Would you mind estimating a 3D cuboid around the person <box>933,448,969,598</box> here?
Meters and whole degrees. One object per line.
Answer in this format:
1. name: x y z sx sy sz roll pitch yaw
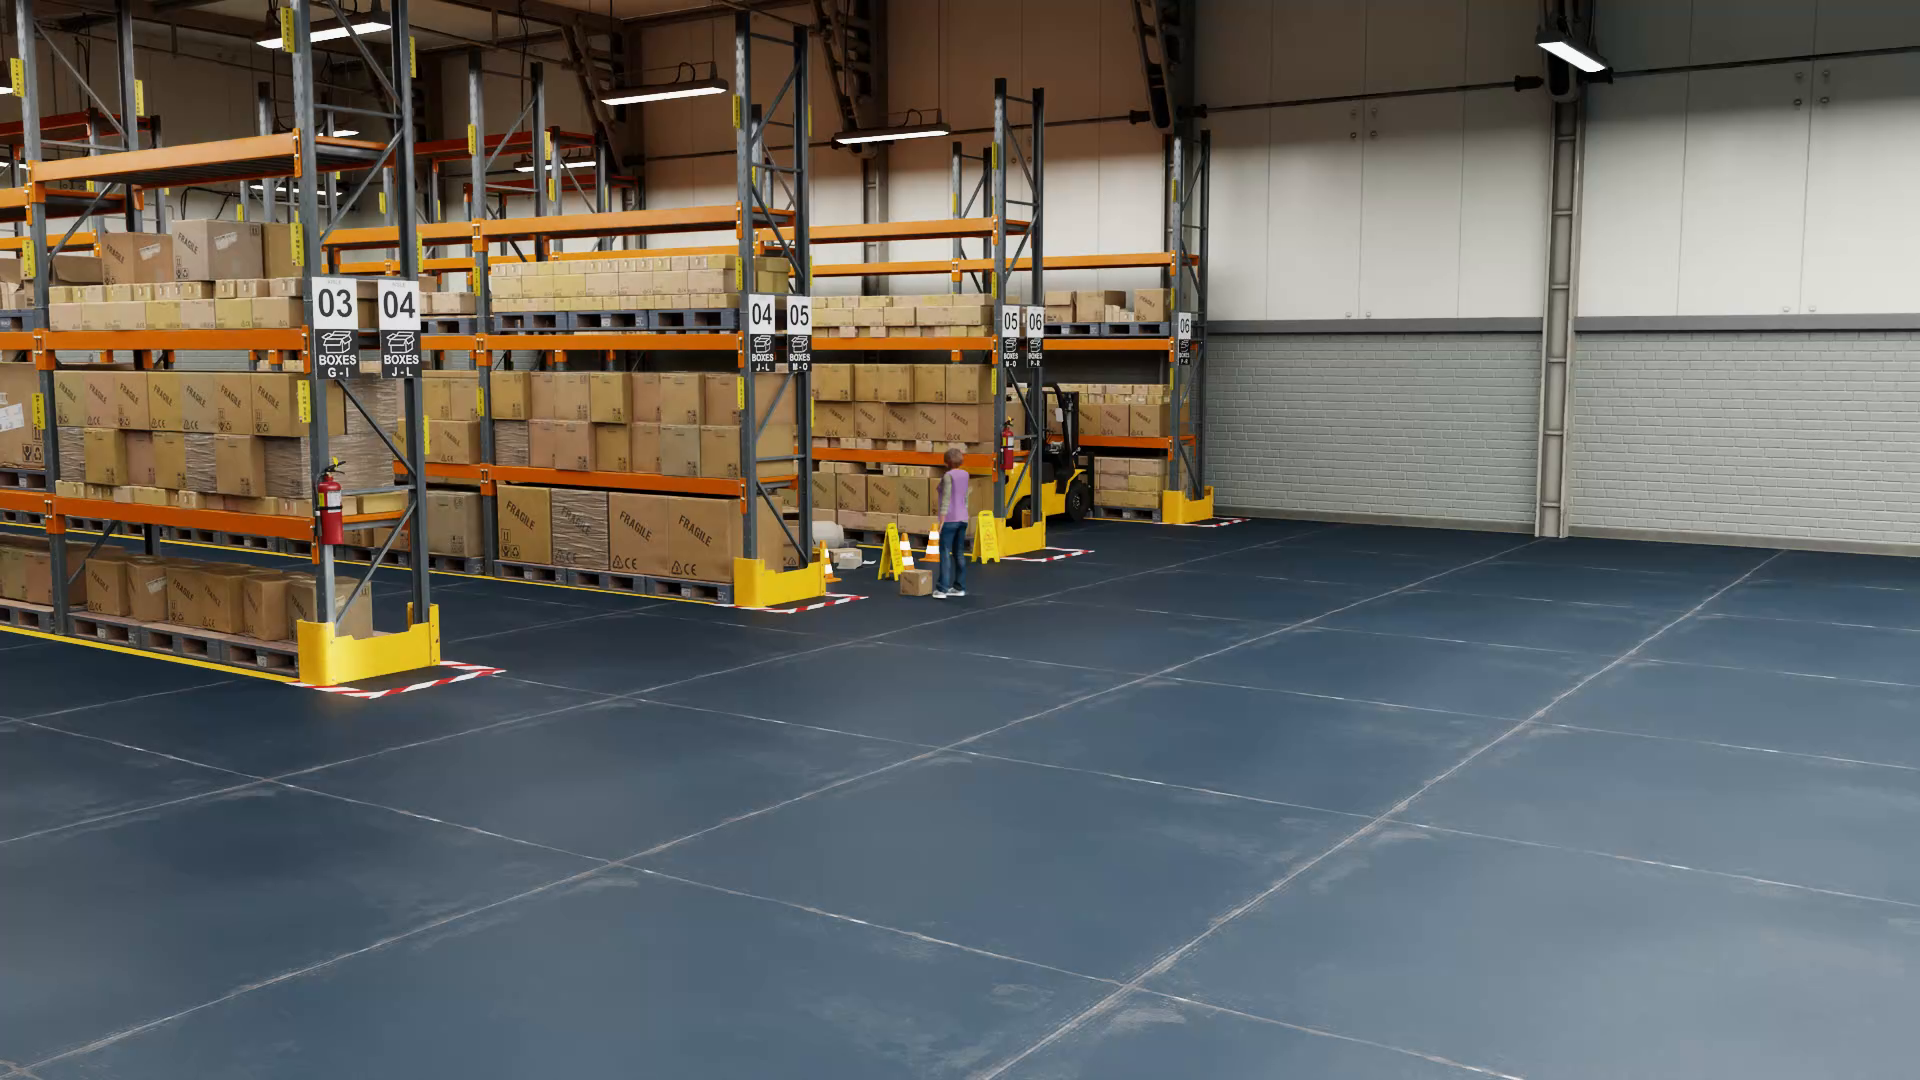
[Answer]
1. person: -0.094 -0.184 17.730 0.327 1.601 0.477 5 8 38
